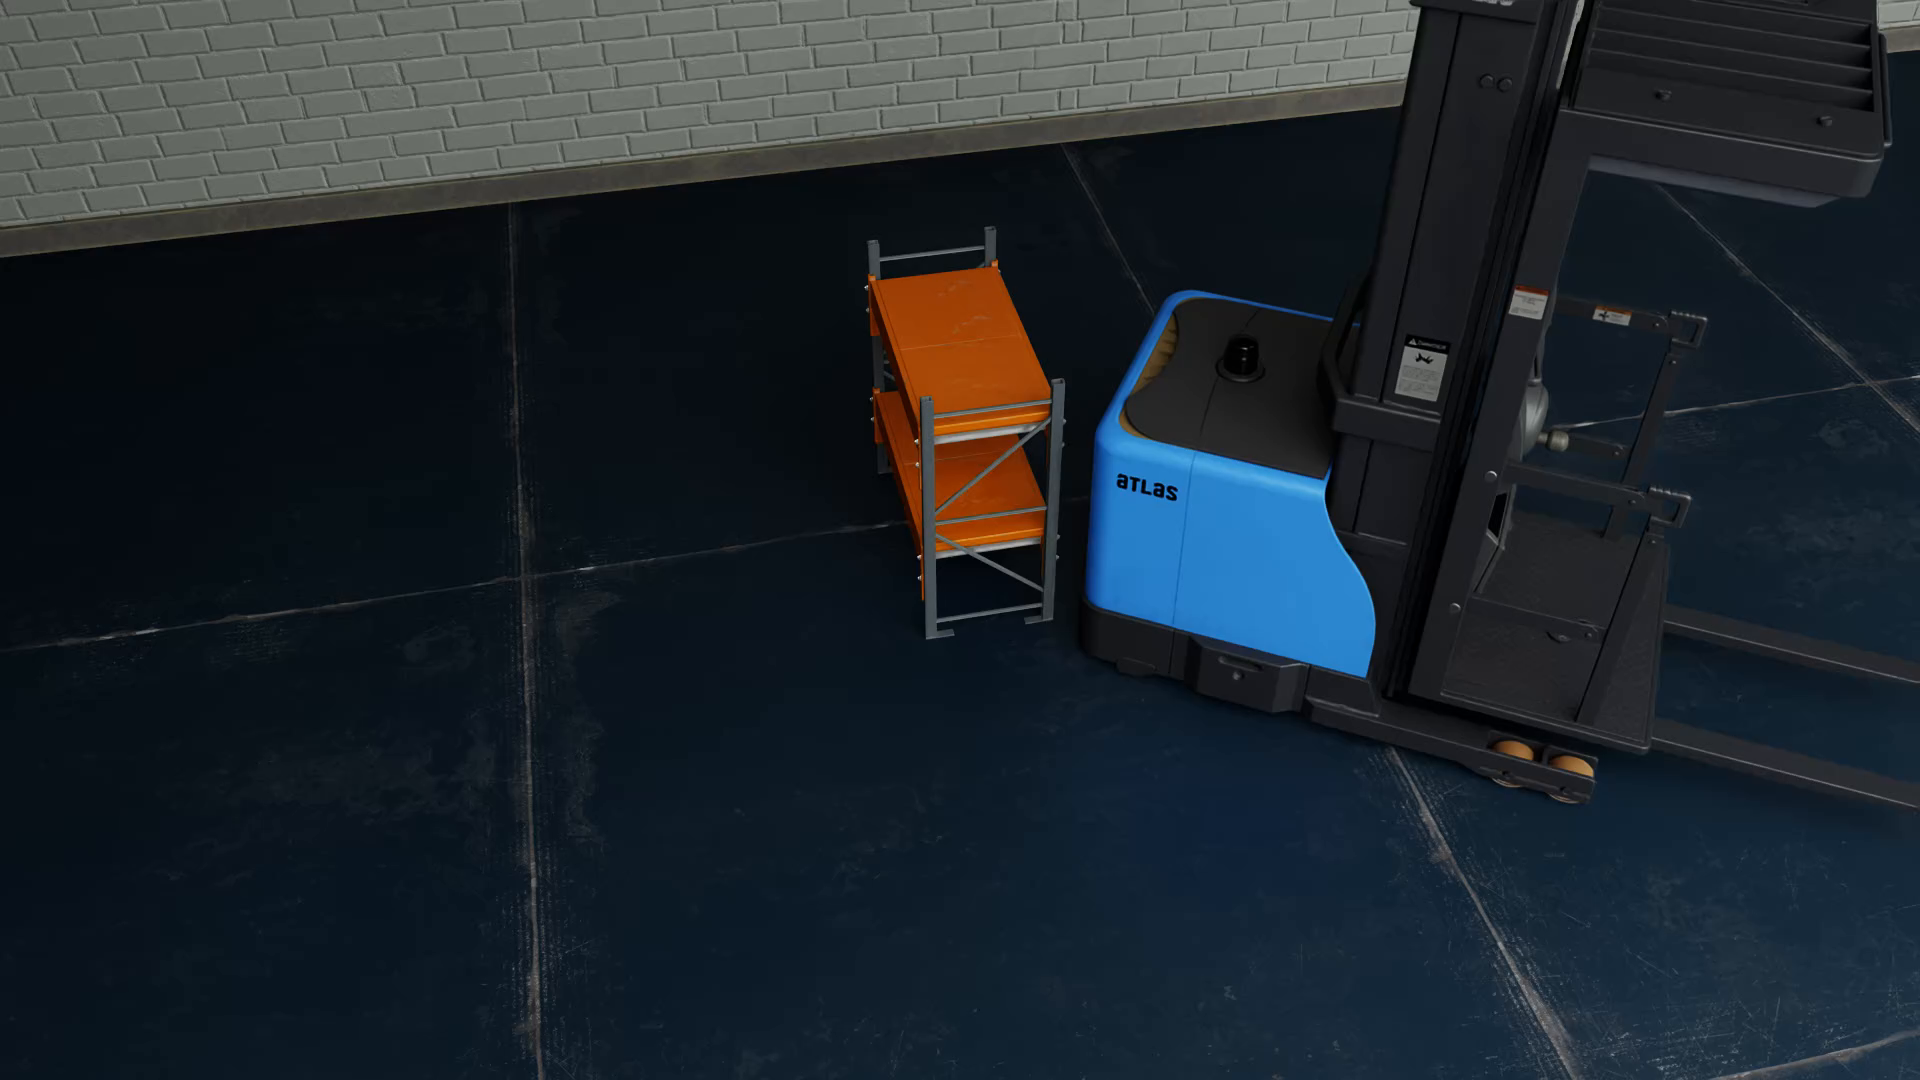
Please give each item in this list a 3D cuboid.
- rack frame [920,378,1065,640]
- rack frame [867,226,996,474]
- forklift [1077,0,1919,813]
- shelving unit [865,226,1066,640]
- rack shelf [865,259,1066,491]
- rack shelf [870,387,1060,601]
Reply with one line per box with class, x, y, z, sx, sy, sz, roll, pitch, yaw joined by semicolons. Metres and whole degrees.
rack frame;0.111;-0.087;6.000;0.500;1.125;0.032;-8;42;-9
rack frame;-0.108;-0.746;6.743;0.500;1.125;0.032;-8;42;-9
forklift;2.009;-0.593;5.210;3.031;2.935;1.130;14;44;16
shelving unit;0.001;-0.416;6.372;0.538;1.125;1.048;-8;42;-9
rack shelf;0.001;-0.635;6.177;0.538;0.278;1.000;-8;42;-9
rack shelf;0.001;-0.233;6.534;0.538;0.278;1.000;-8;42;-9
